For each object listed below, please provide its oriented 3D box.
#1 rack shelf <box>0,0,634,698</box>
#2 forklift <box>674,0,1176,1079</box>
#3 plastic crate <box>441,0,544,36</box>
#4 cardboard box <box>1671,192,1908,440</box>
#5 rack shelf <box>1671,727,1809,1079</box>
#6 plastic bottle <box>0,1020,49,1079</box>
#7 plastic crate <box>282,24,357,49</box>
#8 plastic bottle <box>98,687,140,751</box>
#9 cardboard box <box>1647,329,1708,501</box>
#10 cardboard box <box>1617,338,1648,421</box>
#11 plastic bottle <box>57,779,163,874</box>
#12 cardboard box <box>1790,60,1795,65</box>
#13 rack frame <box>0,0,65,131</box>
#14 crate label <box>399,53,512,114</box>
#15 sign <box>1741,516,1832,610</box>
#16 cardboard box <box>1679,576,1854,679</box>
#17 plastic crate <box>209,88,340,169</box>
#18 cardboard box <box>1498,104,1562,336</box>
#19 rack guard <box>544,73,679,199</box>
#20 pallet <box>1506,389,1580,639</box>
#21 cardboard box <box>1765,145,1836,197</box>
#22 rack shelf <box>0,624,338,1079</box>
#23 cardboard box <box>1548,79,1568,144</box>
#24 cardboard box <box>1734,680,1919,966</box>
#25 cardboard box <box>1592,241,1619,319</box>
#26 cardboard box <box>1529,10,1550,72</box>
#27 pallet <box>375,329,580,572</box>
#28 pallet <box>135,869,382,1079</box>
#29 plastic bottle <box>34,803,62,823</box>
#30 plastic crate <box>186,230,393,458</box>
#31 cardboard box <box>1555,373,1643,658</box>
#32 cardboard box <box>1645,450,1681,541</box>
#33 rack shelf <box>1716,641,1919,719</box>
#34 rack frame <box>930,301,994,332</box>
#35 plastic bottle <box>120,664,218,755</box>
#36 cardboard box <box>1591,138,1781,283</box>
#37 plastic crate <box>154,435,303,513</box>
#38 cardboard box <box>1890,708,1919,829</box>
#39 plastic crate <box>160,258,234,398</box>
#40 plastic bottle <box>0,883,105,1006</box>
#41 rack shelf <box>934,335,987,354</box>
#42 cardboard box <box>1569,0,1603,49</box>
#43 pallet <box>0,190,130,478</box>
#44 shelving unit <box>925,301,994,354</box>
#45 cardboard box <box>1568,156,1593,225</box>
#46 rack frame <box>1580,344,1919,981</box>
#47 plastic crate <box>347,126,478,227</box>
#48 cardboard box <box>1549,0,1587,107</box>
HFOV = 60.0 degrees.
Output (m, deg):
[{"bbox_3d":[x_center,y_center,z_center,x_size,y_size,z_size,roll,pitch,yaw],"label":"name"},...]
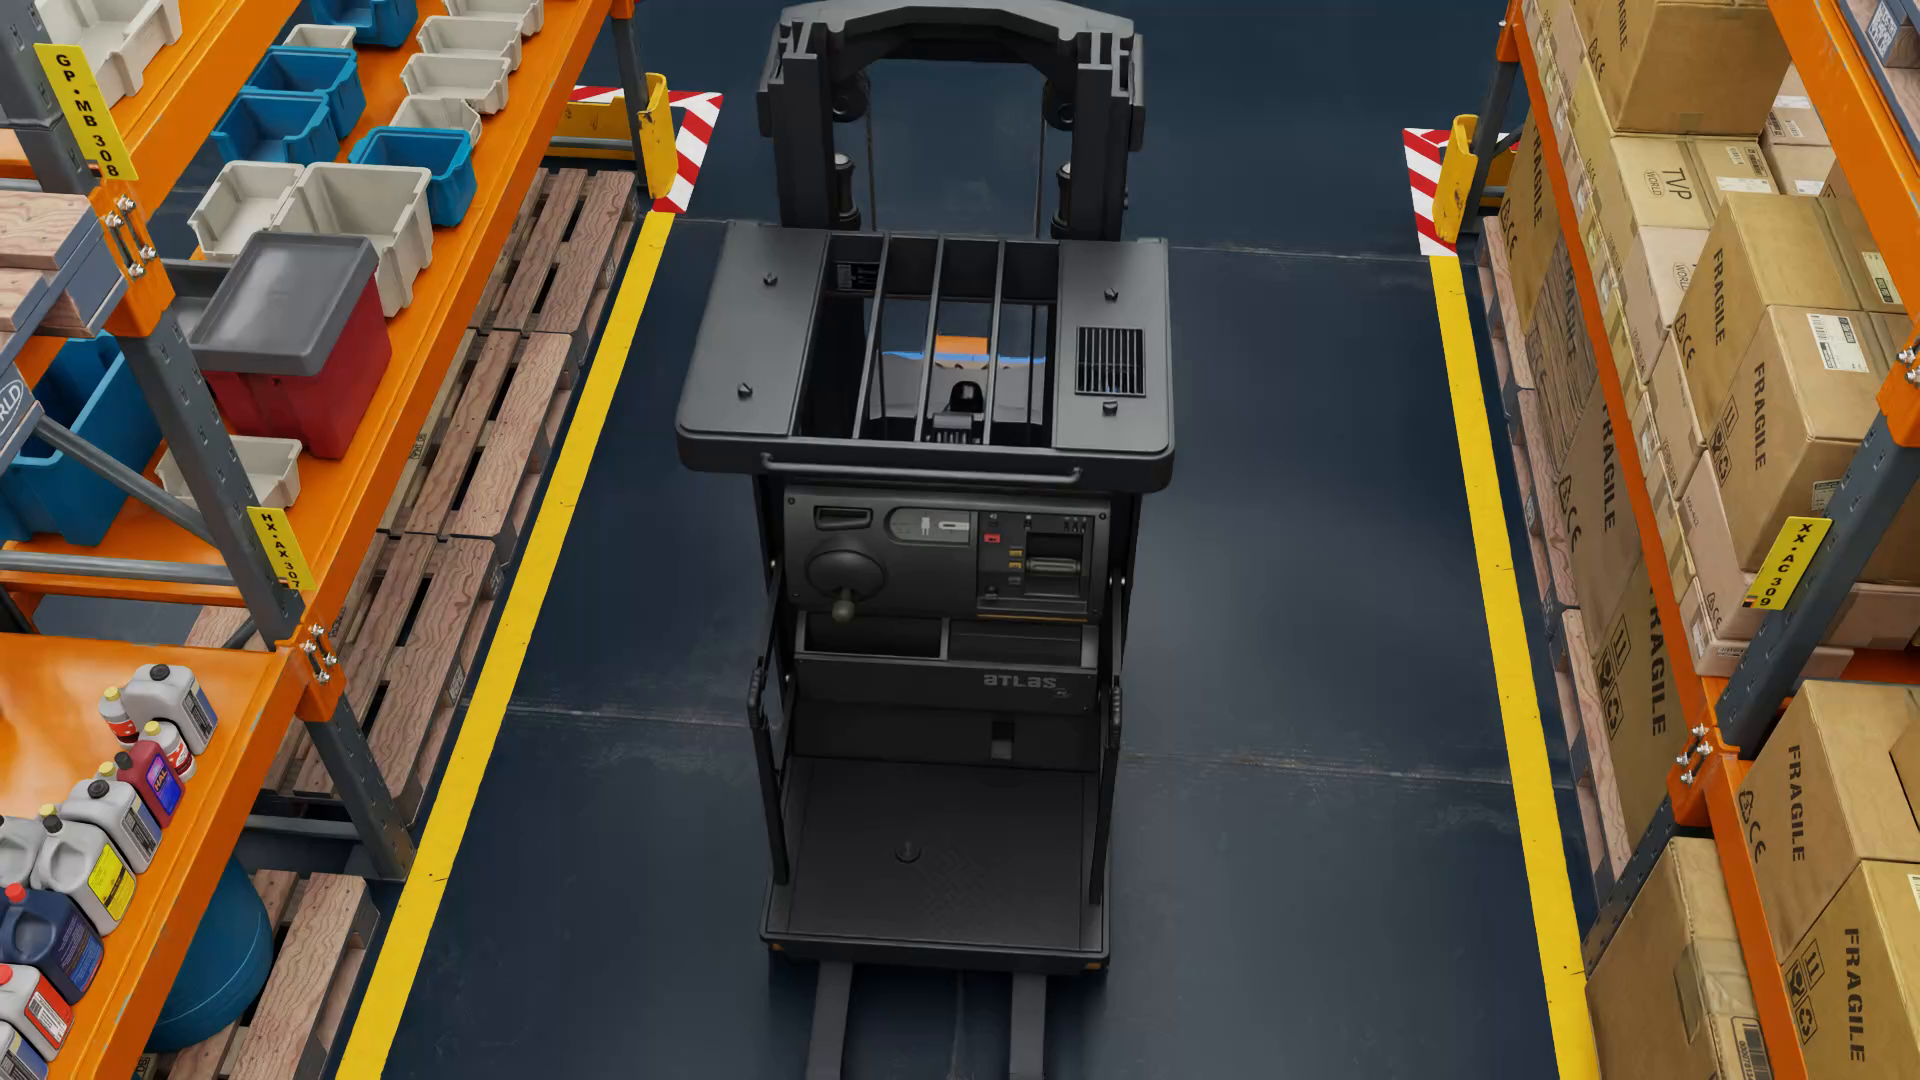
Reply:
[{"bbox_3d":[-2.201,-1.146,6.253,1.077,0.370,4.000,4,48,4],"label":"rack shelf"},{"bbox_3d":[-0.052,0.156,4.621,1.130,2.935,3.031,3,48,3],"label":"forklift"},{"bbox_3d":[-1.912,-2.178,6.847,0.396,0.136,0.243,4,48,4],"label":"plastic crate"},{"bbox_3d":[2.375,-0.612,4.669,0.500,0.500,0.500,4,48,4],"label":"cardboard box"},{"bbox_3d":[2.367,2.127,3.260,1.077,0.370,4.000,4,48,4],"label":"rack shelf"},{"bbox_3d":[-2.199,1.258,3.651,0.152,0.276,0.367,4,48,4],"label":"plastic bottle"},{"bbox_3d":[-2.542,-1.901,6.594,0.250,0.136,0.298,4,48,4],"label":"plastic crate"},{"bbox_3d":[-2.223,0.465,4.427,0.097,0.201,0.097,0,48,0],"label":"plastic bottle"},{"bbox_3d":[2.373,-0.358,4.945,0.500,0.250,0.500,5,48,5],"label":"cardboard box"},{"bbox_3d":[2.344,-0.503,5.348,0.380,0.149,0.250,5,48,4],"label":"cardboard box"},{"bbox_3d":[-2.130,0.703,4.158,0.152,0.276,0.135,4,48,4],"label":"plastic bottle"},{"bbox_3d":[3.087,-1.828,6.289,0.500,0.250,0.500,3,48,3],"label":"cardboard box"},{"bbox_3d":[-2.383,-1.943,2.429,1.000,3.000,0.127,4,48,4],"label":"rack frame"},{"bbox_3d":[-1.954,-1.760,6.465,0.396,0.136,0.243,4,48,4],"label":"crate label"},{"bbox_3d":[1.997,0.059,4.023,0.100,0.325,0.005,4,48,4],"label":"sign"},{"bbox_3d":[2.251,0.253,4.656,0.380,0.149,0.250,4,48,4],"label":"cardboard box"},{"bbox_3d":[-2.516,-1.474,6.139,0.416,0.233,0.300,4,48,4],"label":"plastic crate"},{"bbox_3d":[2.935,-1.474,7.221,0.875,0.875,0.875,4,48,4],"label":"cardboard box"},{"bbox_3d":[-2.029,-2.033,8.271,1.175,0.500,0.348,4,48,4],"label":"rack guard"},{"bbox_3d":[2.805,-0.097,6.696,1.003,0.211,1.213,4,48,4],"label":"pallet"},{"bbox_3d":[2.998,-1.071,5.597,0.500,0.250,0.500,4,48,4],"label":"cardboard box"},{"bbox_3d":[-2.565,1.794,3.564,1.077,0.370,4.000,4,48,4],"label":"rack shelf"},{"bbox_3d":[2.486,-1.633,6.381,0.380,0.149,0.250,3,48,3],"label":"cardboard box"},{"bbox_3d":[2.259,0.702,4.008,0.500,0.500,0.500,4,48,4],"label":"cardboard box"},{"bbox_3d":[2.392,-0.878,5.691,0.380,0.149,0.250,5,48,4],"label":"cardboard box"},{"bbox_3d":[2.531,-2.013,6.729,0.380,0.149,0.250,3,48,3],"label":"cardboard box"},{"bbox_3d":[-2.246,-0.420,6.991,1.003,0.211,1.213,4,48,4],"label":"pallet"},{"bbox_3d":[-2.495,1.587,5.156,1.003,0.211,1.213,4,48,4],"label":"pallet"},{"bbox_3d":[-2.256,0.733,4.181,0.097,0.201,0.097,0,48,0],"label":"plastic bottle"},{"bbox_3d":[-2.052,-0.600,5.182,0.402,0.464,0.583,4,48,4],"label":"plastic crate"},{"bbox_3d":[2.771,-0.151,6.011,0.875,0.875,0.875,4,48,4],"label":"cardboard box"},{"bbox_3d":[2.298,-0.125,5.002,0.380,0.149,0.250,3,48,3],"label":"cardboard box"},{"bbox_3d":[2.732,-0.879,5.876,0.919,0.124,3.809,4,48,4],"label":"rack shelf"},{"bbox_3d":[0.010,-0.517,6.410,0.240,1.200,0.006,3,48,3],"label":"rack frame"},{"bbox_3d":[-2.097,0.434,4.404,0.152,0.276,0.135,4,48,4],"label":"plastic bottle"},{"bbox_3d":[2.469,-1.105,5.628,0.500,0.250,0.500,3,48,3],"label":"cardboard box"},{"bbox_3d":[-2.198,-0.182,5.022,0.396,0.136,0.243,4,48,4],"label":"plastic crate"},{"bbox_3d":[2.500,0.512,3.501,0.797,0.503,0.637,3,48,3],"label":"cardboard box"},{"bbox_3d":[-2.548,-0.687,5.491,0.437,0.125,0.590,4,48,4],"label":"plastic crate"},{"bbox_3d":[-2.158,0.931,3.899,0.144,0.351,0.185,4,48,4],"label":"plastic bottle"},{"bbox_3d":[0.004,-0.663,6.115,0.258,0.103,0.180,3,48,3],"label":"rack shelf"},{"bbox_3d":[2.556,-2.126,6.053,0.500,0.500,0.500,3,48,3],"label":"cardboard box"},{"bbox_3d":[-2.357,-0.285,3.073,1.213,0.211,1.003,4,48,4],"label":"pallet"},{"bbox_3d":[0.004,-0.450,6.348,0.258,1.200,0.189,3,48,3],"label":"shelving unit"},{"bbox_3d":[2.438,-1.257,6.037,0.380,0.149,0.250,3,48,3],"label":"cardboard box"},{"bbox_3d":[2.550,0.414,4.338,1.000,3.000,0.127,4,48,4],"label":"rack frame"},{"bbox_3d":[-1.950,-1.295,5.975,0.416,0.233,0.300,4,48,4],"label":"plastic crate"},{"bbox_3d":[2.561,-1.858,6.316,0.500,0.250,0.500,3,48,3],"label":"cardboard box"}]
